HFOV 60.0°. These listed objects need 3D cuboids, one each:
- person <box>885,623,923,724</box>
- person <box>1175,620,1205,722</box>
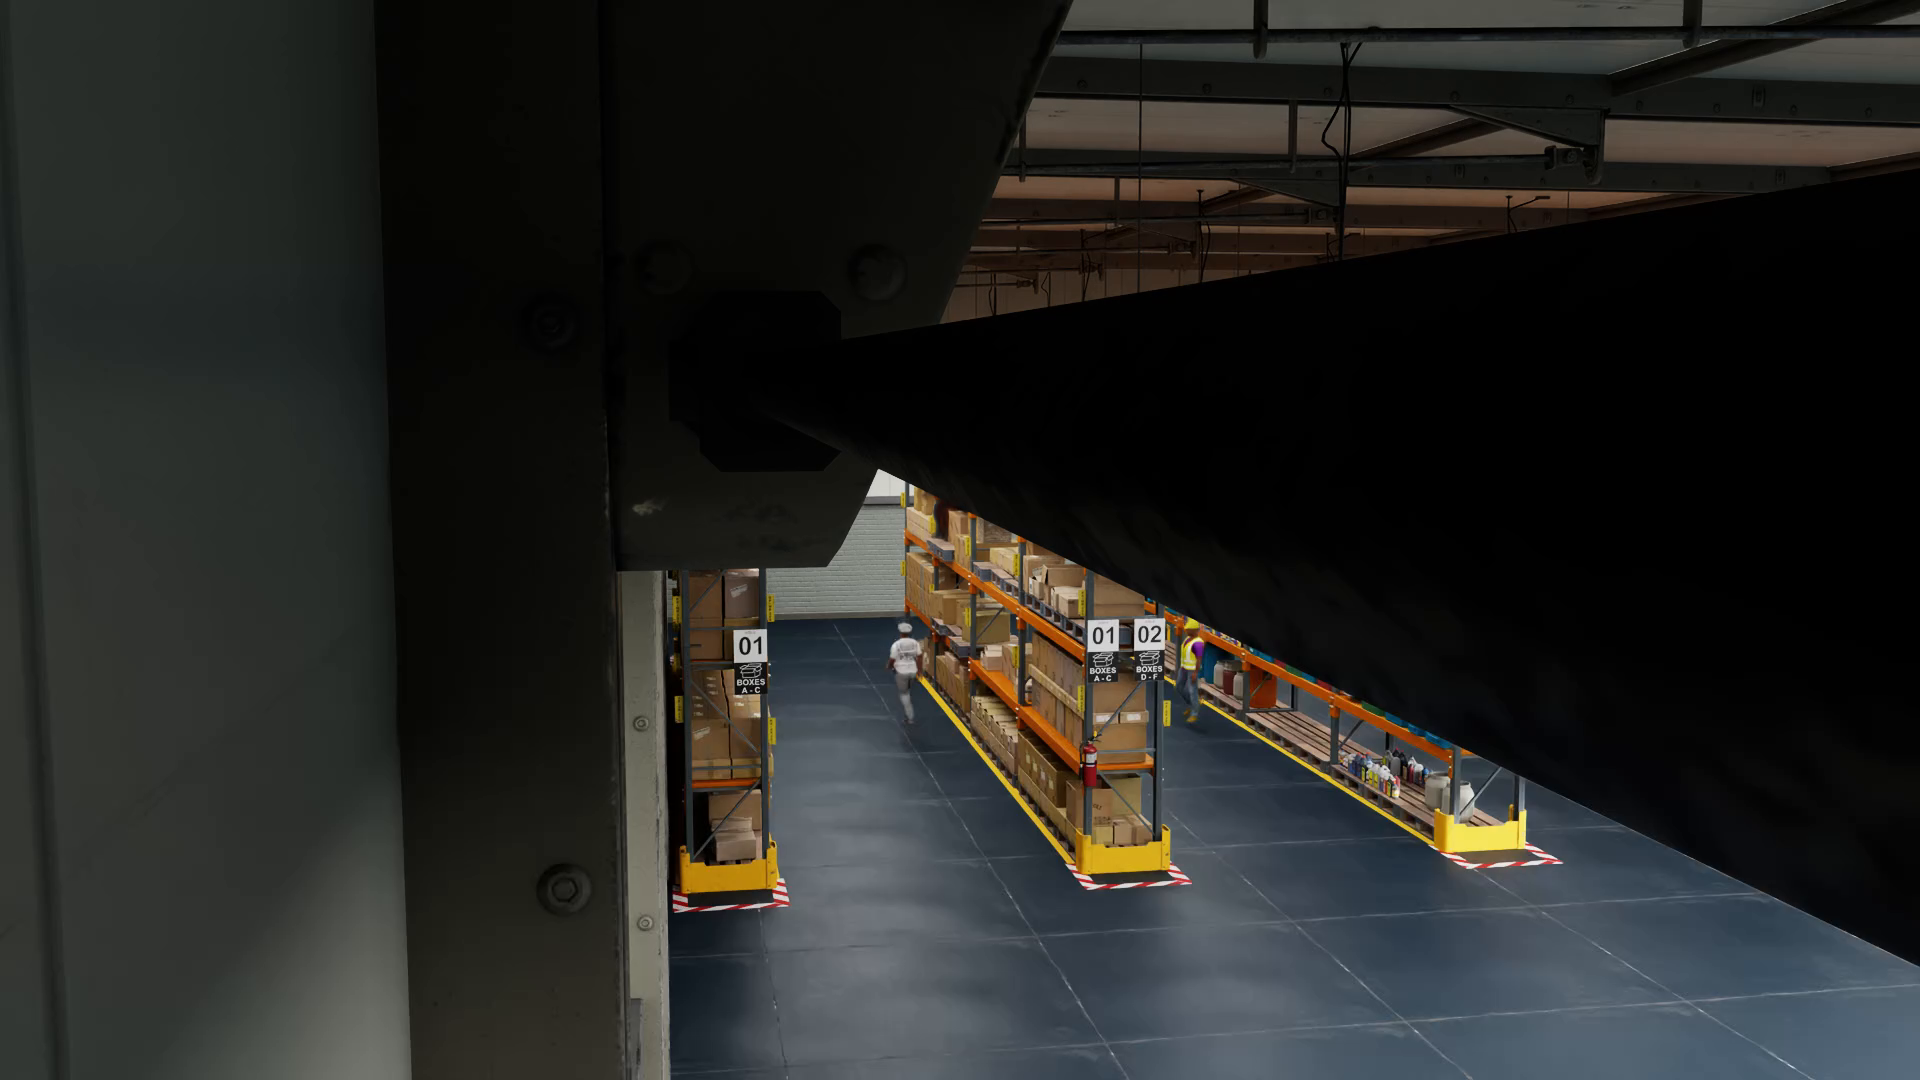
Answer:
[{"bbox_3d":[-1.025,2.356,29.151,0.598,1.844,0.648,-6,8,-44],"label":"person"},{"bbox_3d":[4.073,2.284,29.267,0.454,1.771,0.656,-3,6,-23],"label":"person"}]
